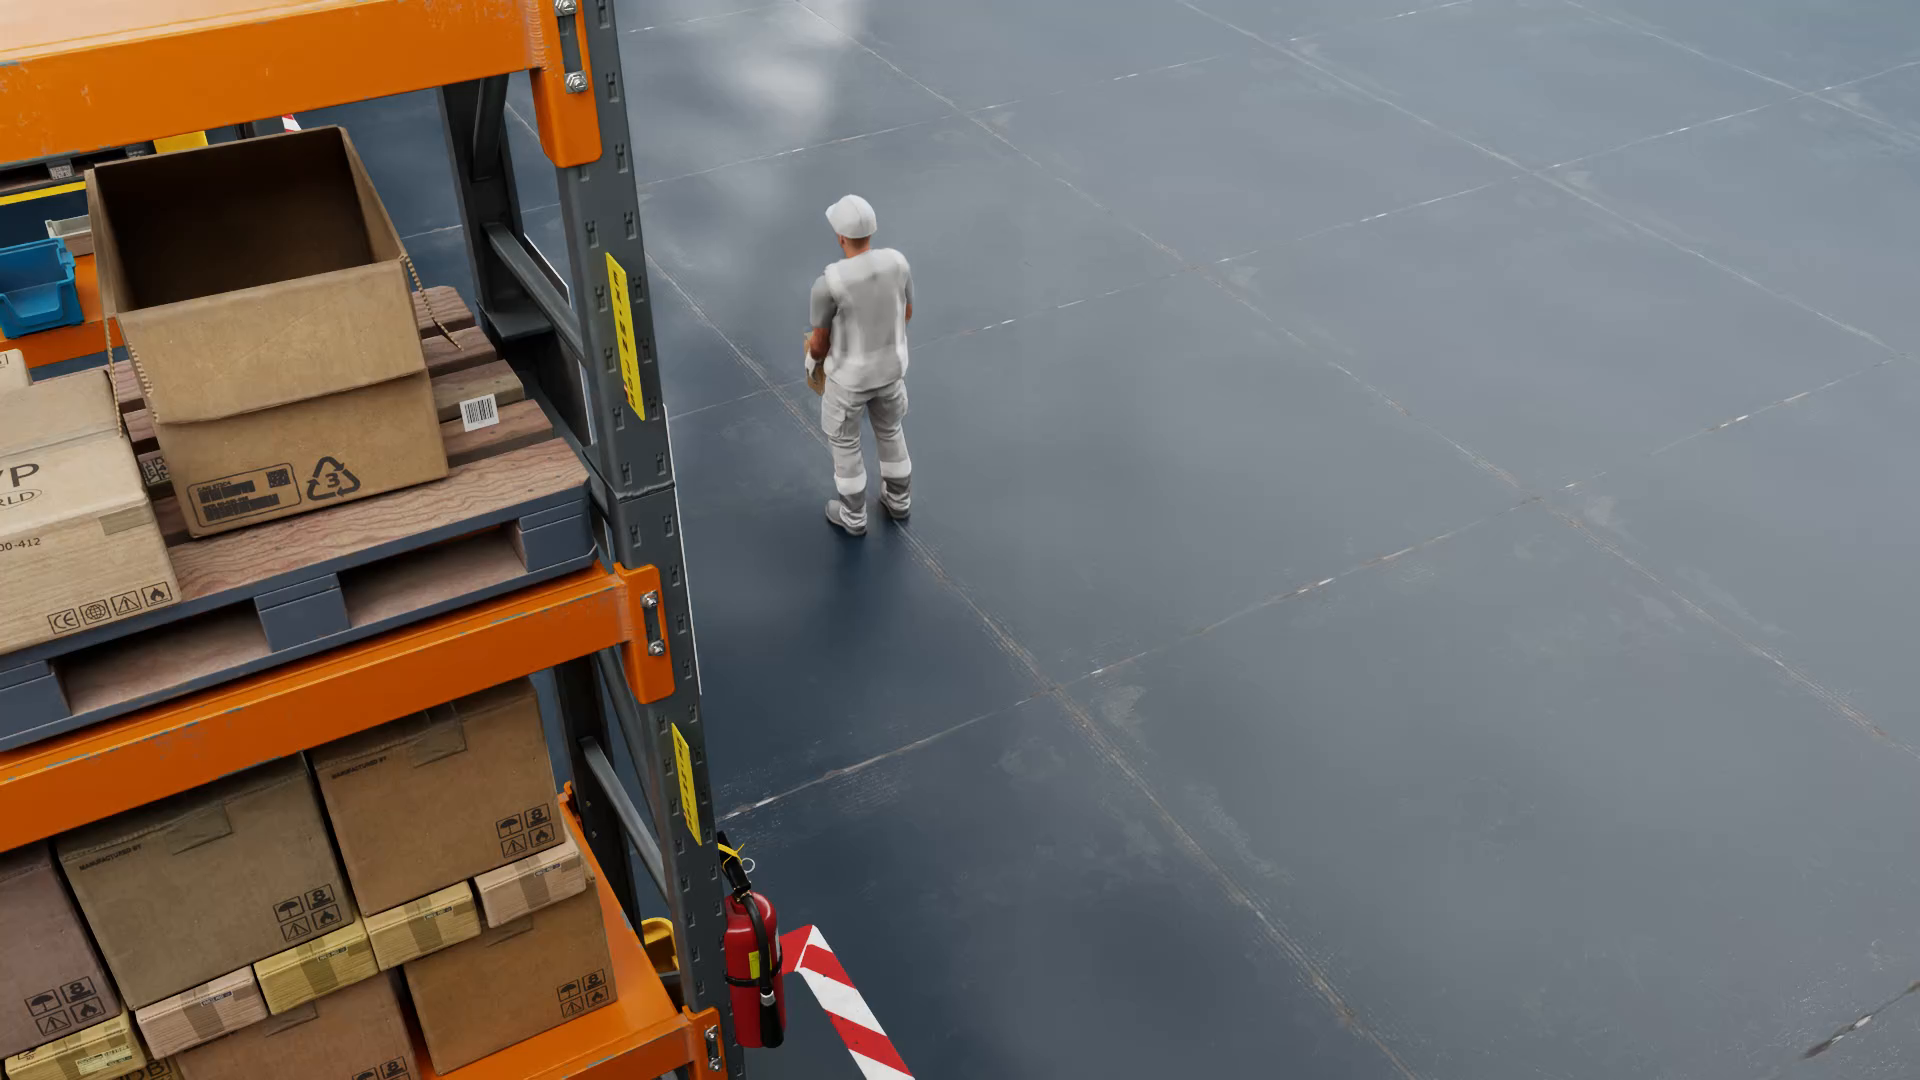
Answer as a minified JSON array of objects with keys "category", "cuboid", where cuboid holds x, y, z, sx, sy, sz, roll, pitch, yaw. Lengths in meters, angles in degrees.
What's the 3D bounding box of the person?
[{"category":"person","cuboid":[-0.484,-0.834,8.034,0.537,1.791,0.449,-20,41,-25]}]
